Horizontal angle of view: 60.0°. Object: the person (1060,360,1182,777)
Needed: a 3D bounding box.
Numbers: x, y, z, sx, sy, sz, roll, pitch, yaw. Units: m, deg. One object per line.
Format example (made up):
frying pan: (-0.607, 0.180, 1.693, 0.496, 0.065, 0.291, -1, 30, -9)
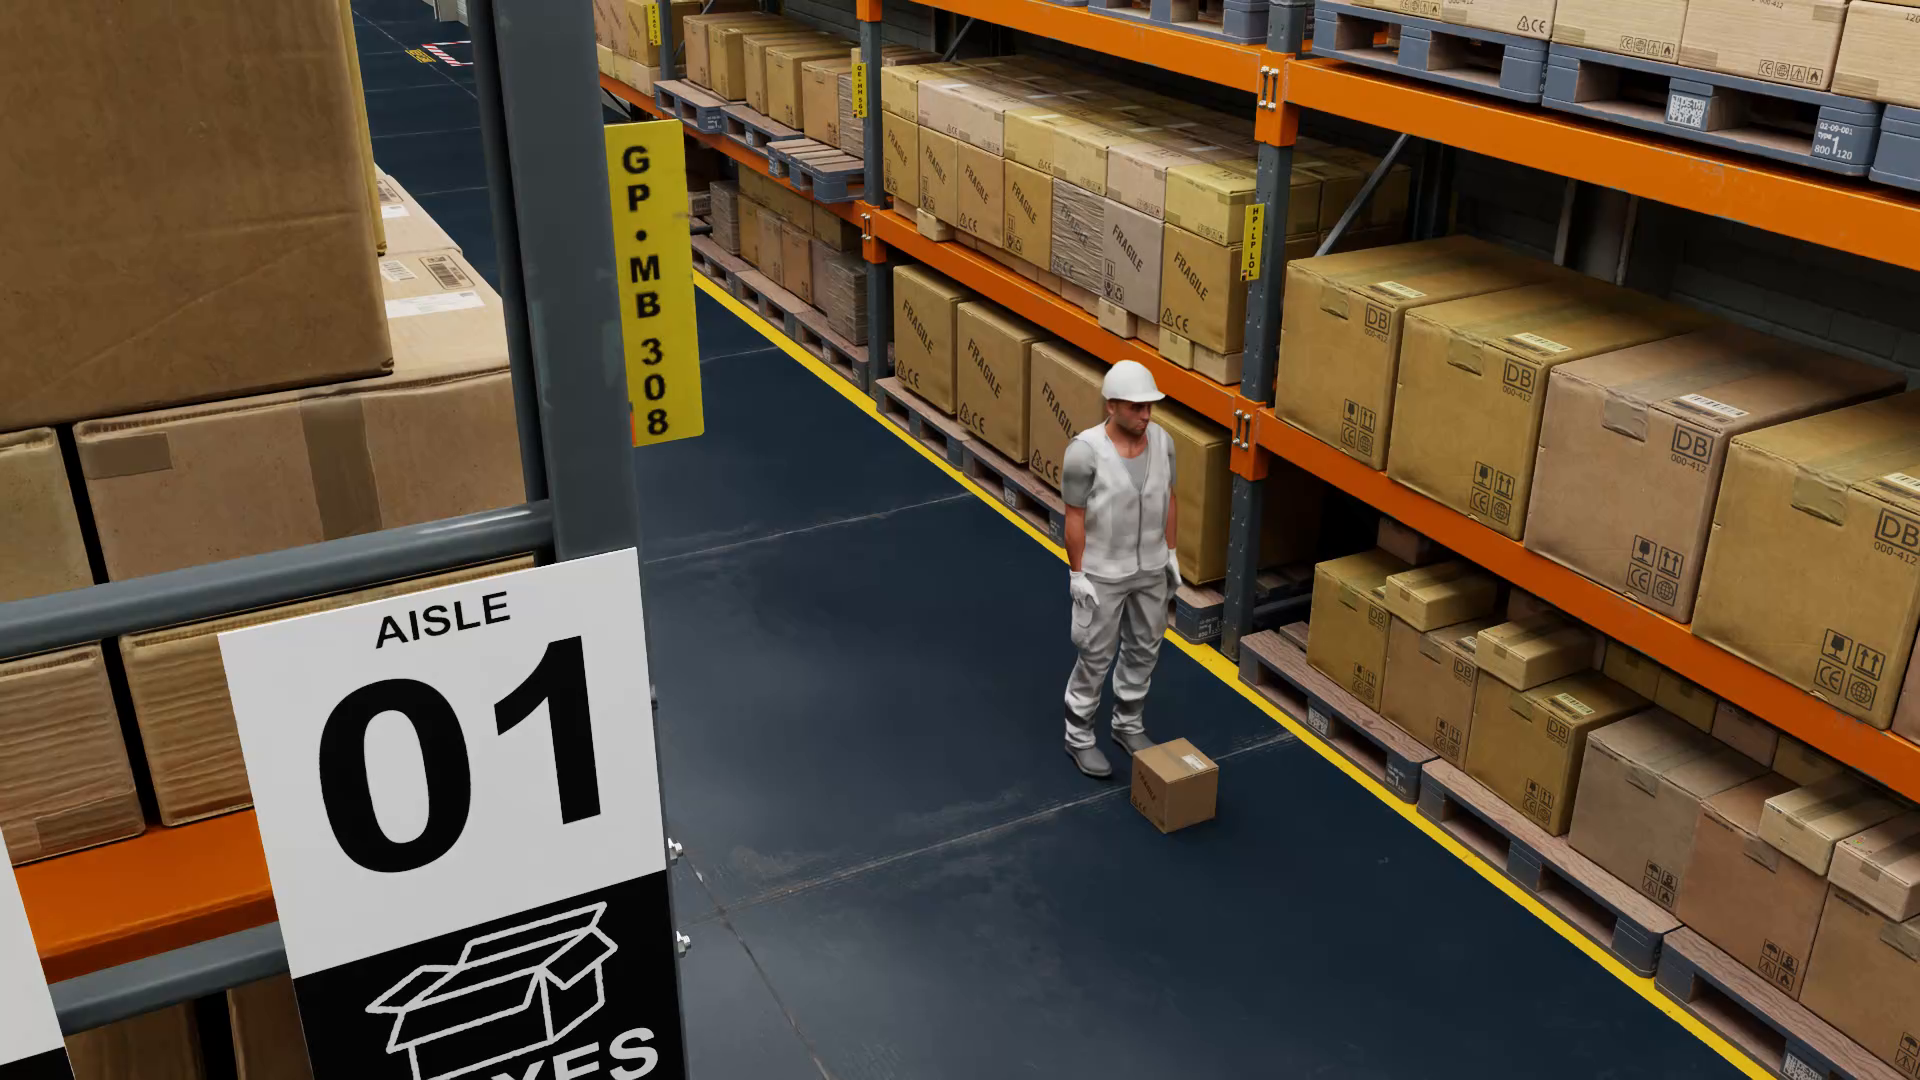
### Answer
person: (0.666, 0.119, 6.831, 0.525, 1.784, 0.342, -12, 28, -24)
